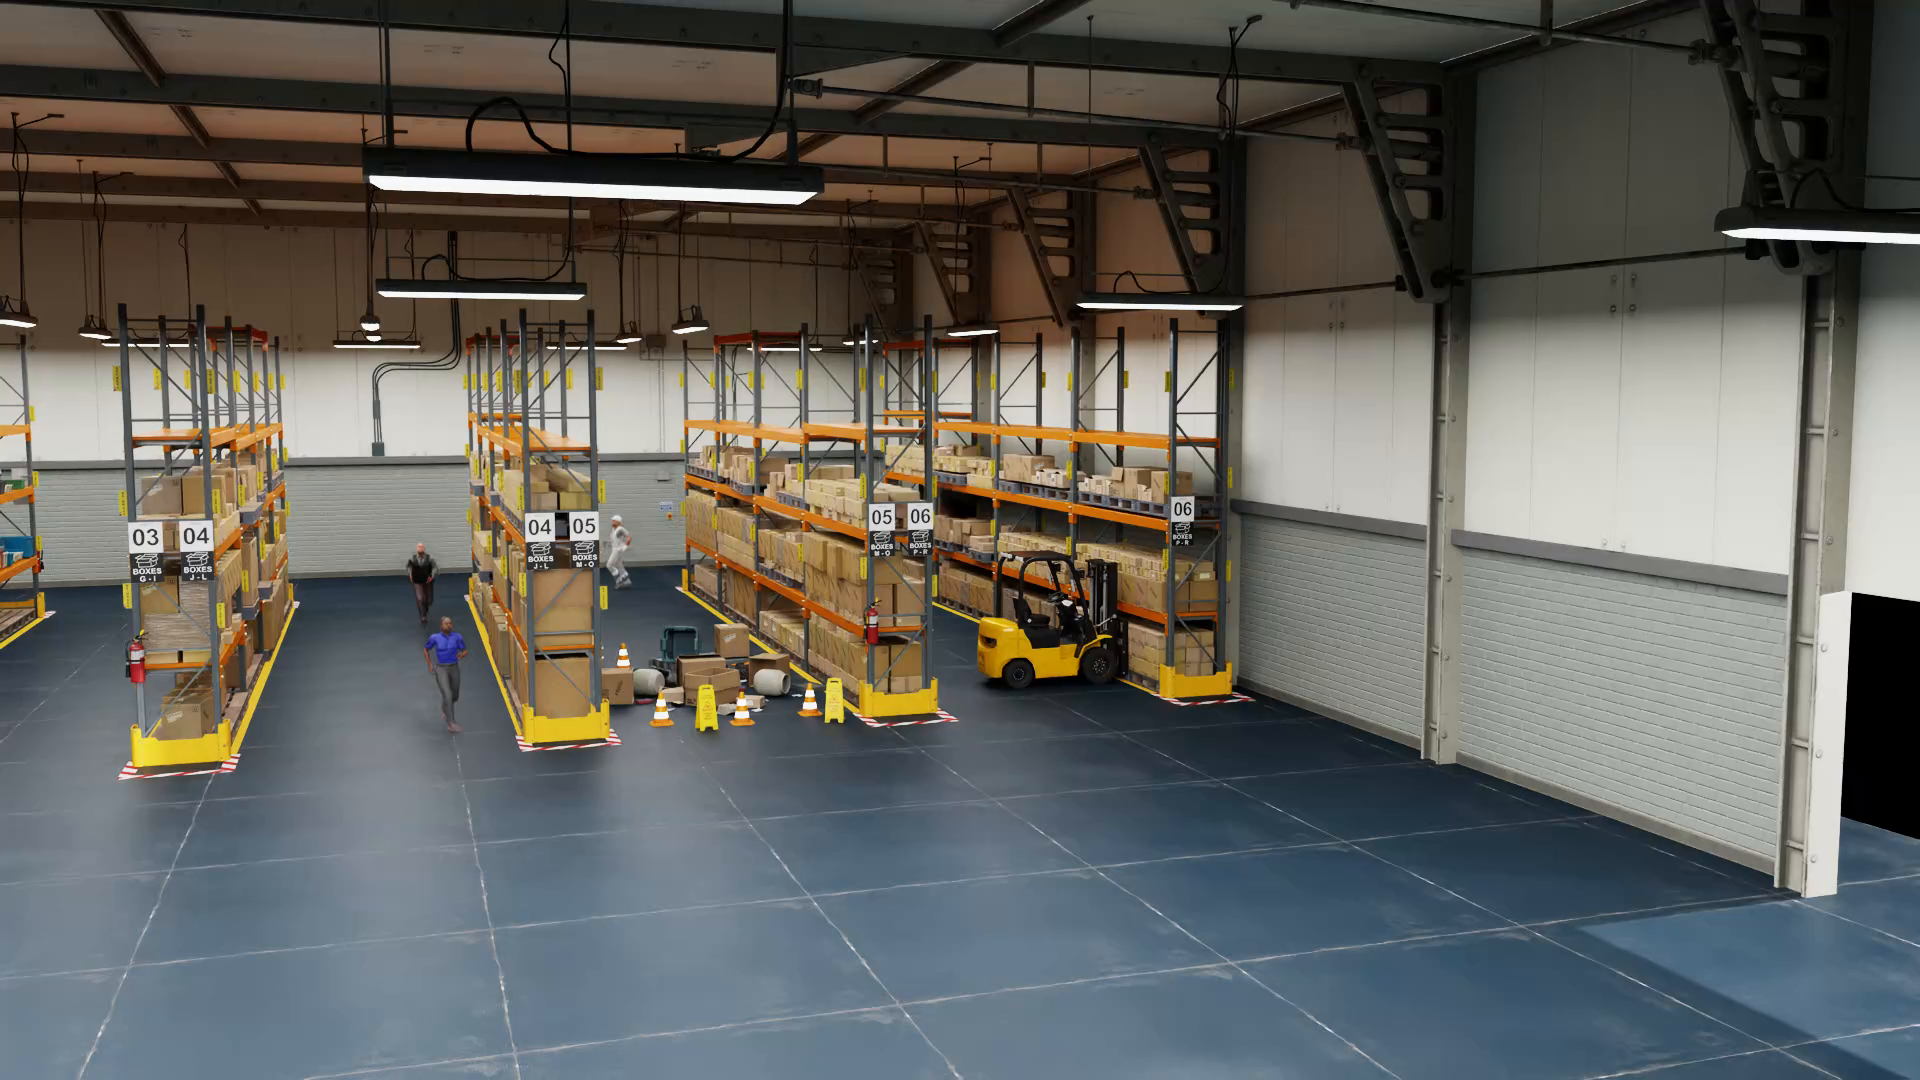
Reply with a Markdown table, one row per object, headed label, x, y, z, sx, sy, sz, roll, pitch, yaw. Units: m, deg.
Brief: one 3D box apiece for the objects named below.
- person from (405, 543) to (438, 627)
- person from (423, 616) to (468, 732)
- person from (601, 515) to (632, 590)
| label | x | y | z | sx | sy | sz | roll | pitch | yaw |
| --- | --- | --- | --- | --- | --- | --- | --- | --- | --- |
| person | -11.160 | 0.914 | 34.532 | 0.636 | 1.717 | 1.000 | -2 | 6 | -24 |
| person | -7.405 | 1.899 | 23.992 | 0.578 | 1.635 | 0.846 | -4 | 7 | -34 |
| person | -8.327 | 0.302 | 40.311 | 0.699 | 1.796 | 0.648 | -2 | 6 | -22 |
